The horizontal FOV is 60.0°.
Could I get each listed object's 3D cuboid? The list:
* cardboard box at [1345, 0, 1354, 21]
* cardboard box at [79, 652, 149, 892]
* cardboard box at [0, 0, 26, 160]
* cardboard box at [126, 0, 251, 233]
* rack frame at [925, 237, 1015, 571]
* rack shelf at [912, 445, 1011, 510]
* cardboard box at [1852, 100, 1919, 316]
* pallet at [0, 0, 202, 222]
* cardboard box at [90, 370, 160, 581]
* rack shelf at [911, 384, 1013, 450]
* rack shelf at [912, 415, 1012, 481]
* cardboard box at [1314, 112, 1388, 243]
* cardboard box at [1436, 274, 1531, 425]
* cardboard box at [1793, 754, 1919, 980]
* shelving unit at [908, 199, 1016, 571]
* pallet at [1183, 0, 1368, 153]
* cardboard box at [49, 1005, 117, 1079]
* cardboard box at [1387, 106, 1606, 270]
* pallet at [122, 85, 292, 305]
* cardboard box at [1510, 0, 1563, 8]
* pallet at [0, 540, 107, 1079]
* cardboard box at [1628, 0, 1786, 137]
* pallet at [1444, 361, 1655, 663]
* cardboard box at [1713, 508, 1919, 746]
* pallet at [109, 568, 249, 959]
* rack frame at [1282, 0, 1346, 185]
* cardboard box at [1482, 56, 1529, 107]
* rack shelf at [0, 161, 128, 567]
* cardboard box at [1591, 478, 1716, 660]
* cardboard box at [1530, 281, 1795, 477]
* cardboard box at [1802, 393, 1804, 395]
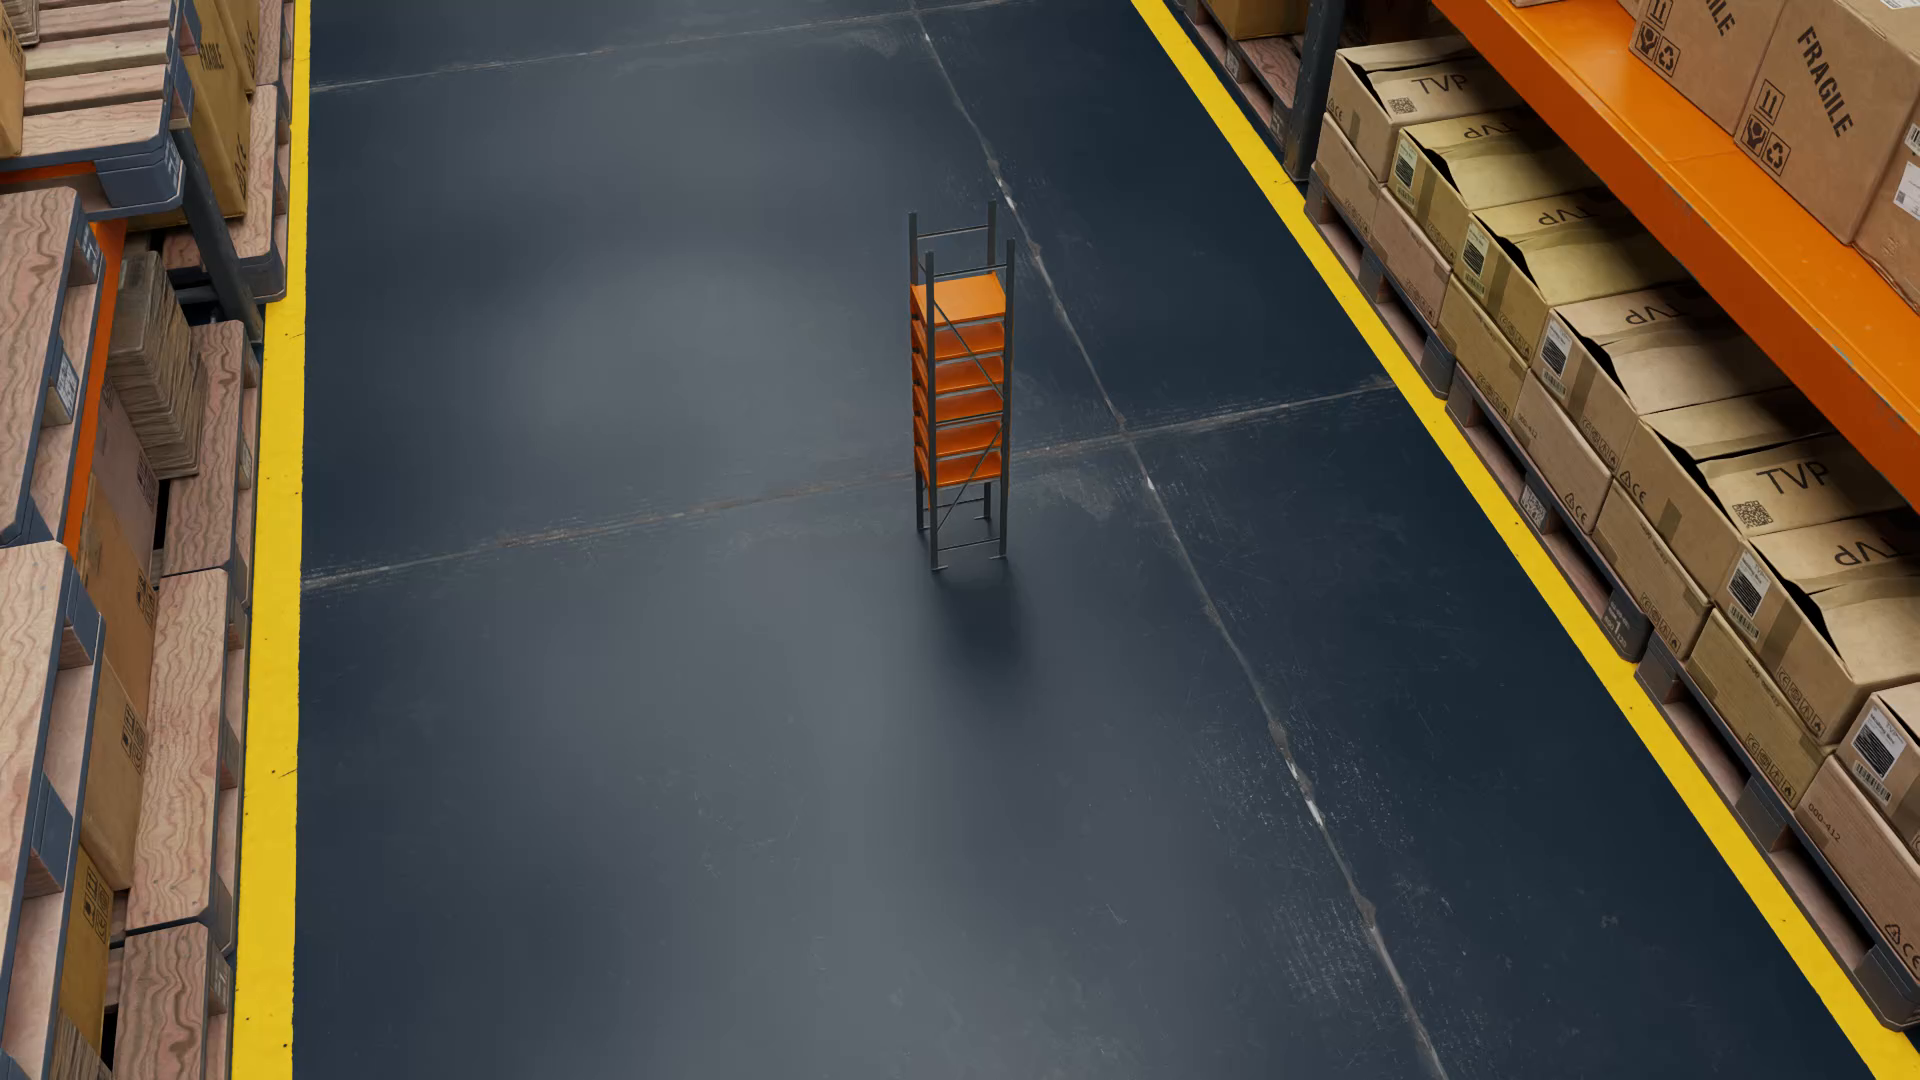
[{"bbox_3d":[1.822,-2.611,7.150,0.500,0.500,0.500,-12,47,-12],"label":"cardboard box"},{"bbox_3d":[-2.438,0.574,4.030,0.700,0.500,0.500,-10,46,-10],"label":"cardboard box"},{"bbox_3d":[-2.686,-1.182,3.930,0.700,0.500,0.500,-15,47,-14],"label":"cardboard box"},{"bbox_3d":[-3.047,-1.623,5.951,0.750,0.750,0.750,-11,47,-11],"label":"cardboard box"},{"bbox_3d":[0.027,-0.347,4.750,0.240,1.200,0.006,-11,47,-10],"label":"rack frame"},{"bbox_3d":[0.004,-0.211,5.015,0.258,0.103,0.180,-11,47,-10],"label":"rack shelf"},{"bbox_3d":[2.510,-0.775,3.839,0.500,0.500,0.500,-8,46,-7],"label":"cardboard box"},{"bbox_3d":[-2.700,-1.157,4.418,1.213,0.211,1.003,-11,47,-10],"label":"pallet"},{"bbox_3d":[-2.731,-0.111,4.701,0.700,0.500,0.500,-11,47,-10],"label":"cardboard box"},{"bbox_3d":[0.004,-0.379,4.843,0.258,0.103,0.180,-11,47,-10],"label":"rack shelf"},{"bbox_3d":[0.004,-0.295,4.929,0.258,0.103,0.180,-11,47,-10],"label":"rack shelf"},{"bbox_3d":[1.652,-1.374,6.127,0.500,0.250,0.500,-11,47,-10],"label":"cardboard box"},{"bbox_3d":[1.921,-0.669,5.437,0.500,0.250,0.500,-12,47,-11],"label":"cardboard box"},{"bbox_3d":[2.440,0.739,4.057,0.500,0.250,0.500,-11,47,-11],"label":"cardboard box"},{"bbox_3d":[0.004,-0.410,4.812,0.258,1.200,0.189,-11,47,-10],"label":"shelving unit"},{"bbox_3d":[1.647,-2.151,7.210,1.003,0.211,1.213,-11,47,-10],"label":"pallet"},{"bbox_3d":[-2.166,1.281,3.336,0.700,0.500,0.500,-9,46,-9],"label":"cardboard box"},{"bbox_3d":[1.795,-1.209,5.573,0.500,0.311,0.500,-12,47,-11],"label":"cardboard box"},{"bbox_3d":[-3.115,-1.278,6.355,1.003,0.211,1.213,-11,47,-10],"label":"pallet"},{"bbox_3d":[1.844,-1.921,5.094,0.500,0.311,0.500,-11,47,-11],"label":"cardboard box"},{"bbox_3d":[-2.017,0.578,2.717,1.003,0.211,1.213,-11,47,-10],"label":"pallet"},{"bbox_3d":[2.247,-1.484,4.534,0.500,0.500,0.500,-13,47,-12],"label":"cardboard box"},{"bbox_3d":[2.284,-0.212,5.310,1.003,0.211,1.213,-11,47,-10],"label":"pallet"},{"bbox_3d":[2.306,0.191,4.201,0.500,0.311,0.500,-10,46,-9],"label":"cardboard box"},{"bbox_3d":[-2.478,0.660,4.455,1.003,0.211,1.213,-11,47,-10],"label":"pallet"},{"bbox_3d":[1.802,-2.605,5.702,1.000,3.000,0.127,-11,47,-10],"label":"rack frame"},{"bbox_3d":[2.174,-1.669,6.024,0.500,0.311,0.500,-10,46,-9],"label":"cardboard box"},{"bbox_3d":[-2.474,-0.064,3.716,1.077,0.370,4.000,-11,47,-10],"label":"rack shelf"},{"bbox_3d":[2.181,0.036,4.745,0.500,0.250,0.500,-10,46,-9],"label":"cardboard box"},{"bbox_3d":[2.055,-0.502,4.880,0.500,0.311,0.500,-11,47,-11],"label":"cardboard box"},{"bbox_3d":[2.566,-0.616,4.992,0.500,0.311,0.500,-10,46,-9],"label":"cardboard box"}]
